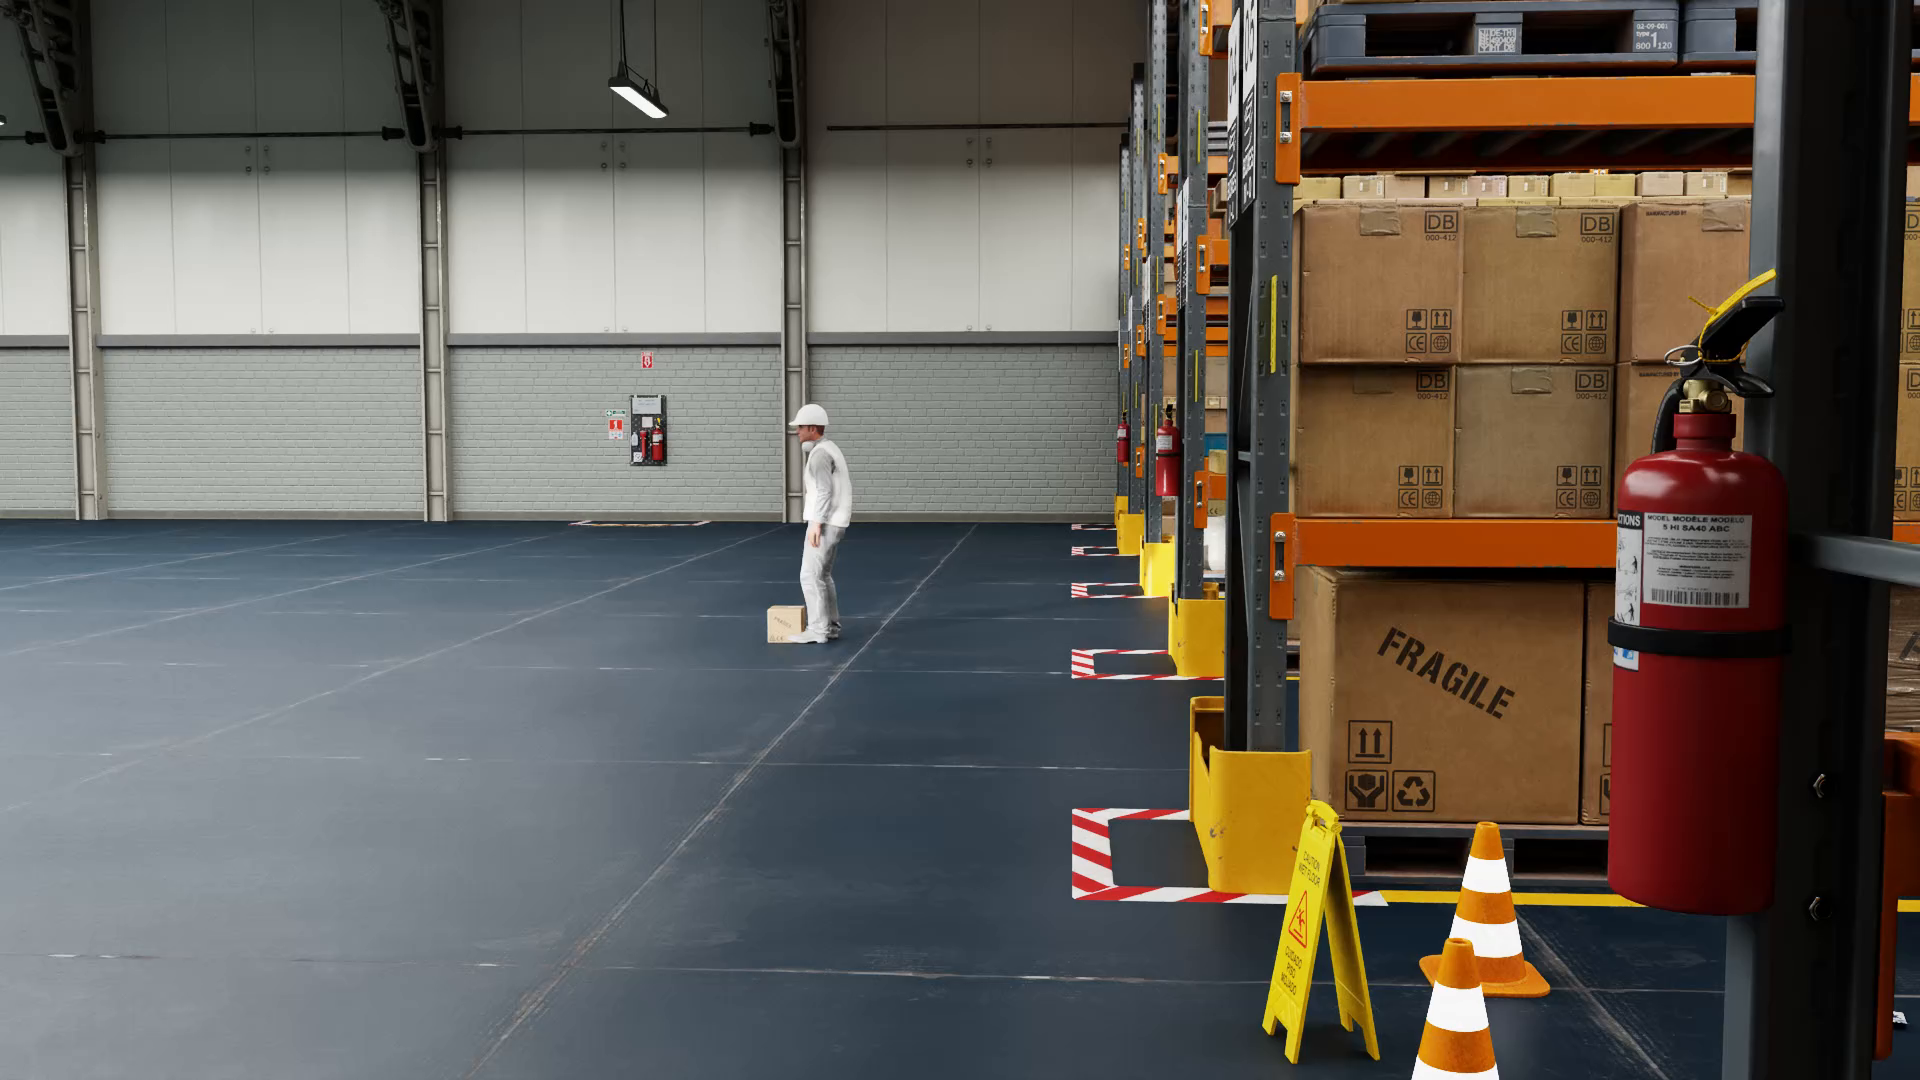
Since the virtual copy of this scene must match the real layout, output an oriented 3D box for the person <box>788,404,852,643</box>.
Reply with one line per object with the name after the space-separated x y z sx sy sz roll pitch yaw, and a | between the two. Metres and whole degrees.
-1.046 -0.125 12.430 0.475 1.771 0.593 0 4 0 | person
